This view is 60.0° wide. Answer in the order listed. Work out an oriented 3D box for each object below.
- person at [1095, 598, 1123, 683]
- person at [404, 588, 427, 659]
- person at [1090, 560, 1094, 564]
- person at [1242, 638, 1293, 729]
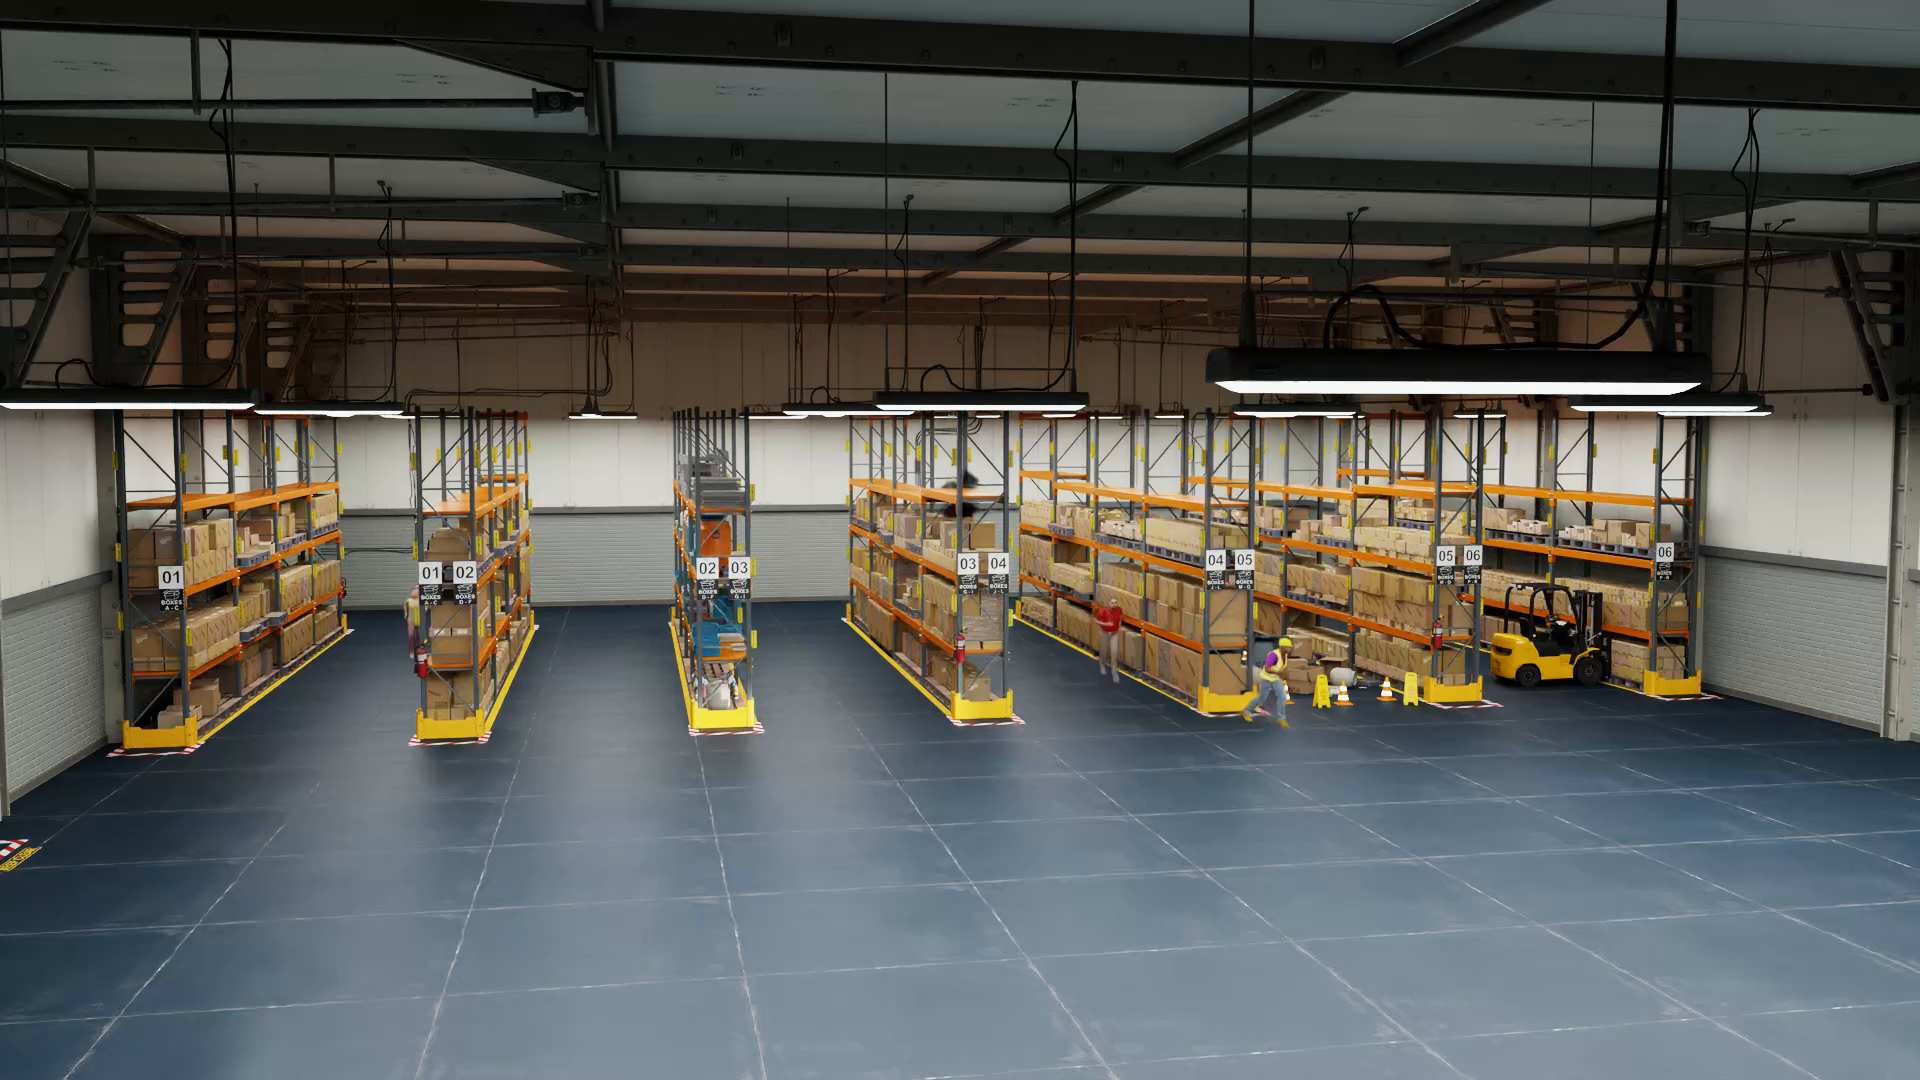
[{"bbox_3d":[3.182,2.106,35.583,0.658,1.797,0.949,-1,4,-9],"label":"person"},{"bbox_3d":[-13.233,1.989,40.430,0.568,1.678,0.940,-1,4,-12],"label":"person"},{"bbox_3d":[3.779,1.381,49.032,0.675,1.731,0.514,-2,5,-28],"label":"person"},{"bbox_3d":[5.796,2.671,31.300,1.038,1.712,0.749,3,5,37],"label":"person"}]
